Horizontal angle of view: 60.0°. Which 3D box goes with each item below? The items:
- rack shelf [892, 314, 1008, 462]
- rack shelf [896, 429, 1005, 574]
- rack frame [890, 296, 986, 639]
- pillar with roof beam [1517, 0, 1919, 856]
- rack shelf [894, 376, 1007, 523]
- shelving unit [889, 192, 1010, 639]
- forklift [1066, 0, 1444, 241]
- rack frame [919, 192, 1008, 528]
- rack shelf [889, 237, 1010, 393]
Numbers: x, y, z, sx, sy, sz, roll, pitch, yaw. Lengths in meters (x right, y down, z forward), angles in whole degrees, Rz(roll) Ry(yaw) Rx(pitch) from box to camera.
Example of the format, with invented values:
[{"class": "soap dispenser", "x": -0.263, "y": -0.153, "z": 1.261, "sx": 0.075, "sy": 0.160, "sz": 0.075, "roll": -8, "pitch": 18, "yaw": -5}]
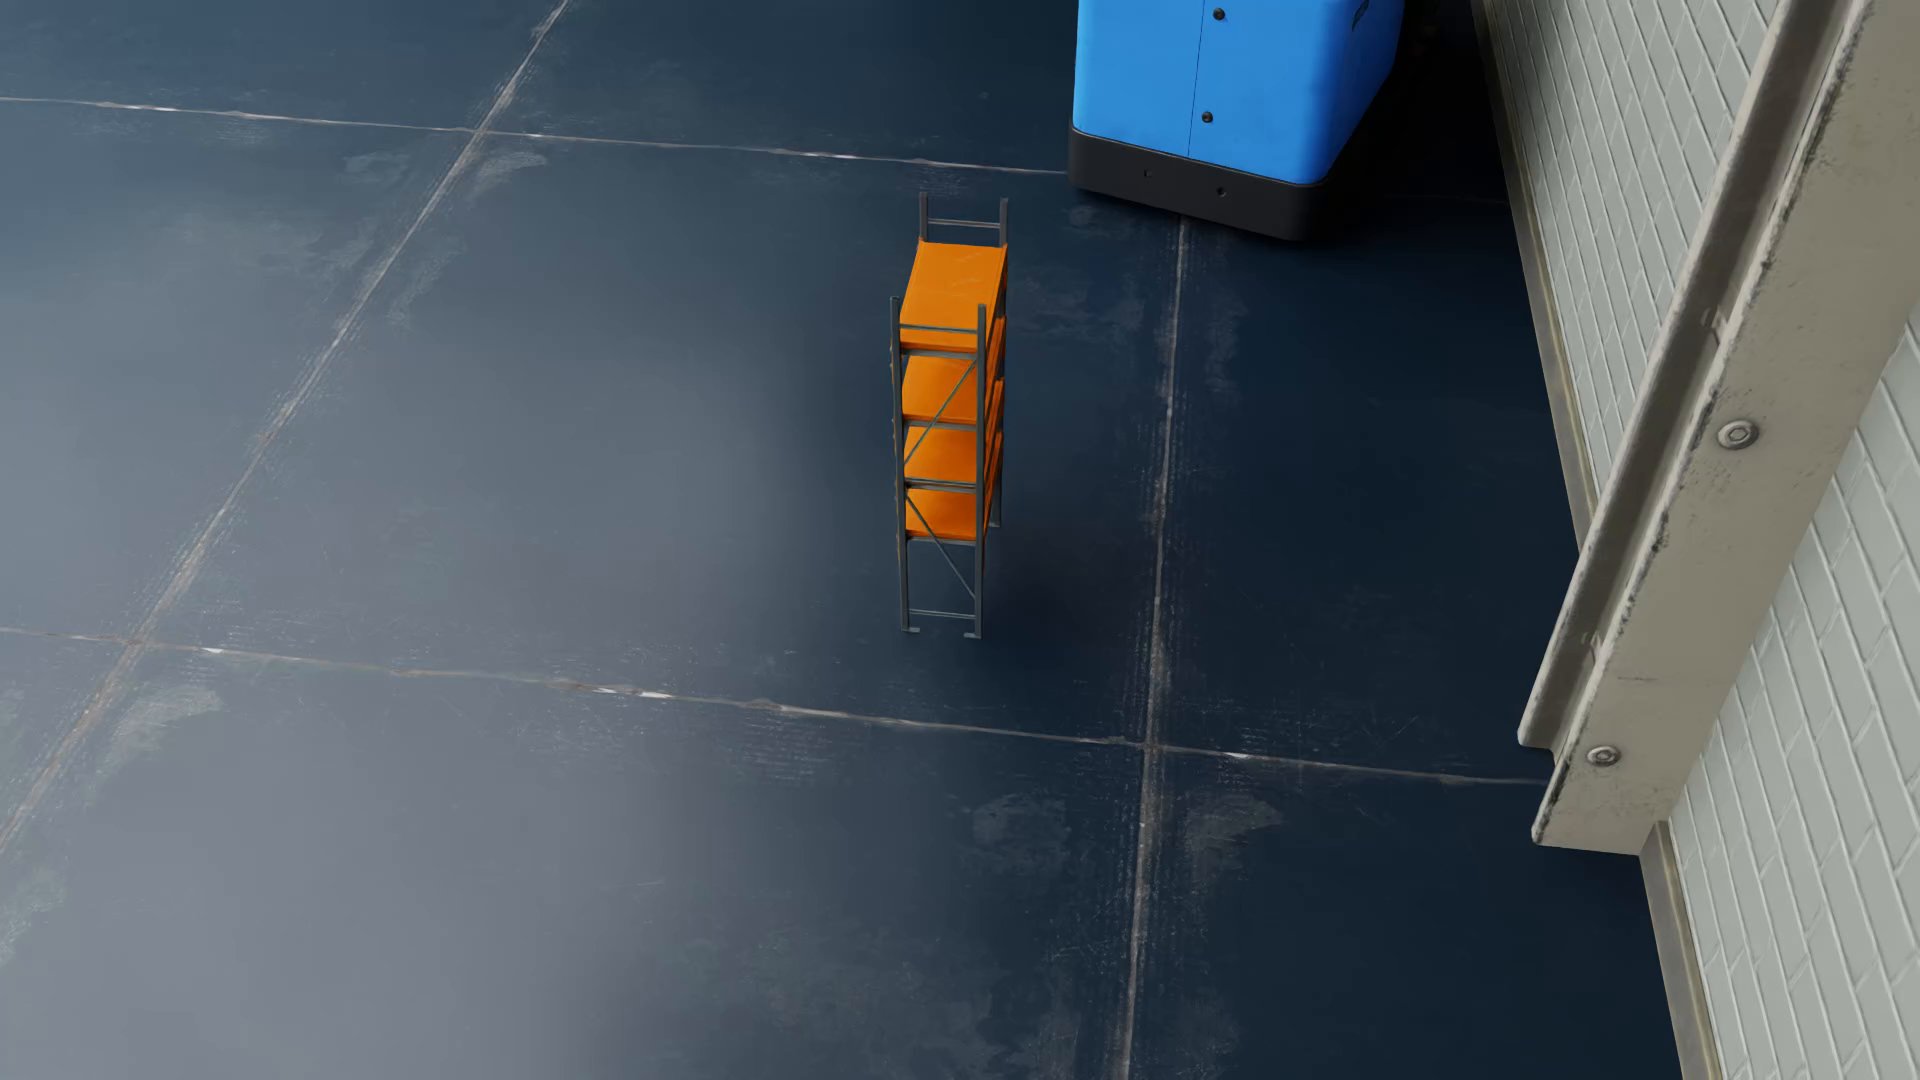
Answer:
[{"class": "rack shelf", "x": -0.022, "y": -0.436, "z": 4.611, "sx": 0.258, "sy": 0.148, "sz": 0.480, "roll": 5, "pitch": 44, "yaw": 6}, {"class": "rack shelf", "x": -0.022, "y": -0.130, "z": 4.901, "sx": 0.258, "sy": 0.148, "sz": 0.480, "roll": 5, "pitch": 44, "yaw": 6}, {"class": "rack frame", "x": -0.054, "y": -0.157, "z": 4.543, "sx": 0.240, "sy": 1.200, "sz": 0.015, "roll": 5, "pitch": 44, "yaw": 6}, {"class": "pillar with roof beam", "x": -2.570, "y": -2.976, "z": 1.848, "sx": 9.100, "sy": 9.000, "sz": 0.400, "roll": 5, "pitch": 44, "yaw": 6}, {"class": "rack shelf", "x": -0.022, "y": -0.274, "z": 4.765, "sx": 0.258, "sy": 0.148, "sz": 0.480, "roll": 5, "pitch": 44, "yaw": 6}, {"class": "shelving unit", "x": -0.022, "y": -0.323, "z": 4.718, "sx": 0.258, "sy": 1.200, "sz": 0.503, "roll": 5, "pitch": 44, "yaw": 6}, {"class": "forklift", "x": 1.525, "y": -3.222, "z": 6.521, "sx": 1.130, "sy": 2.935, "sz": 3.031, "roll": 18, "pitch": 46, "yaw": 19}, {"class": "rack frame", "x": 0.010, "y": -0.489, "z": 4.894, "sx": 0.240, "sy": 1.200, "sz": 0.015, "roll": 5, "pitch": 44, "yaw": 6}, {"class": "rack shelf", "x": -0.022, "y": -0.608, "z": 4.448, "sx": 0.258, "sy": 0.148, "sz": 0.480, "roll": 5, "pitch": 44, "yaw": 6}]
